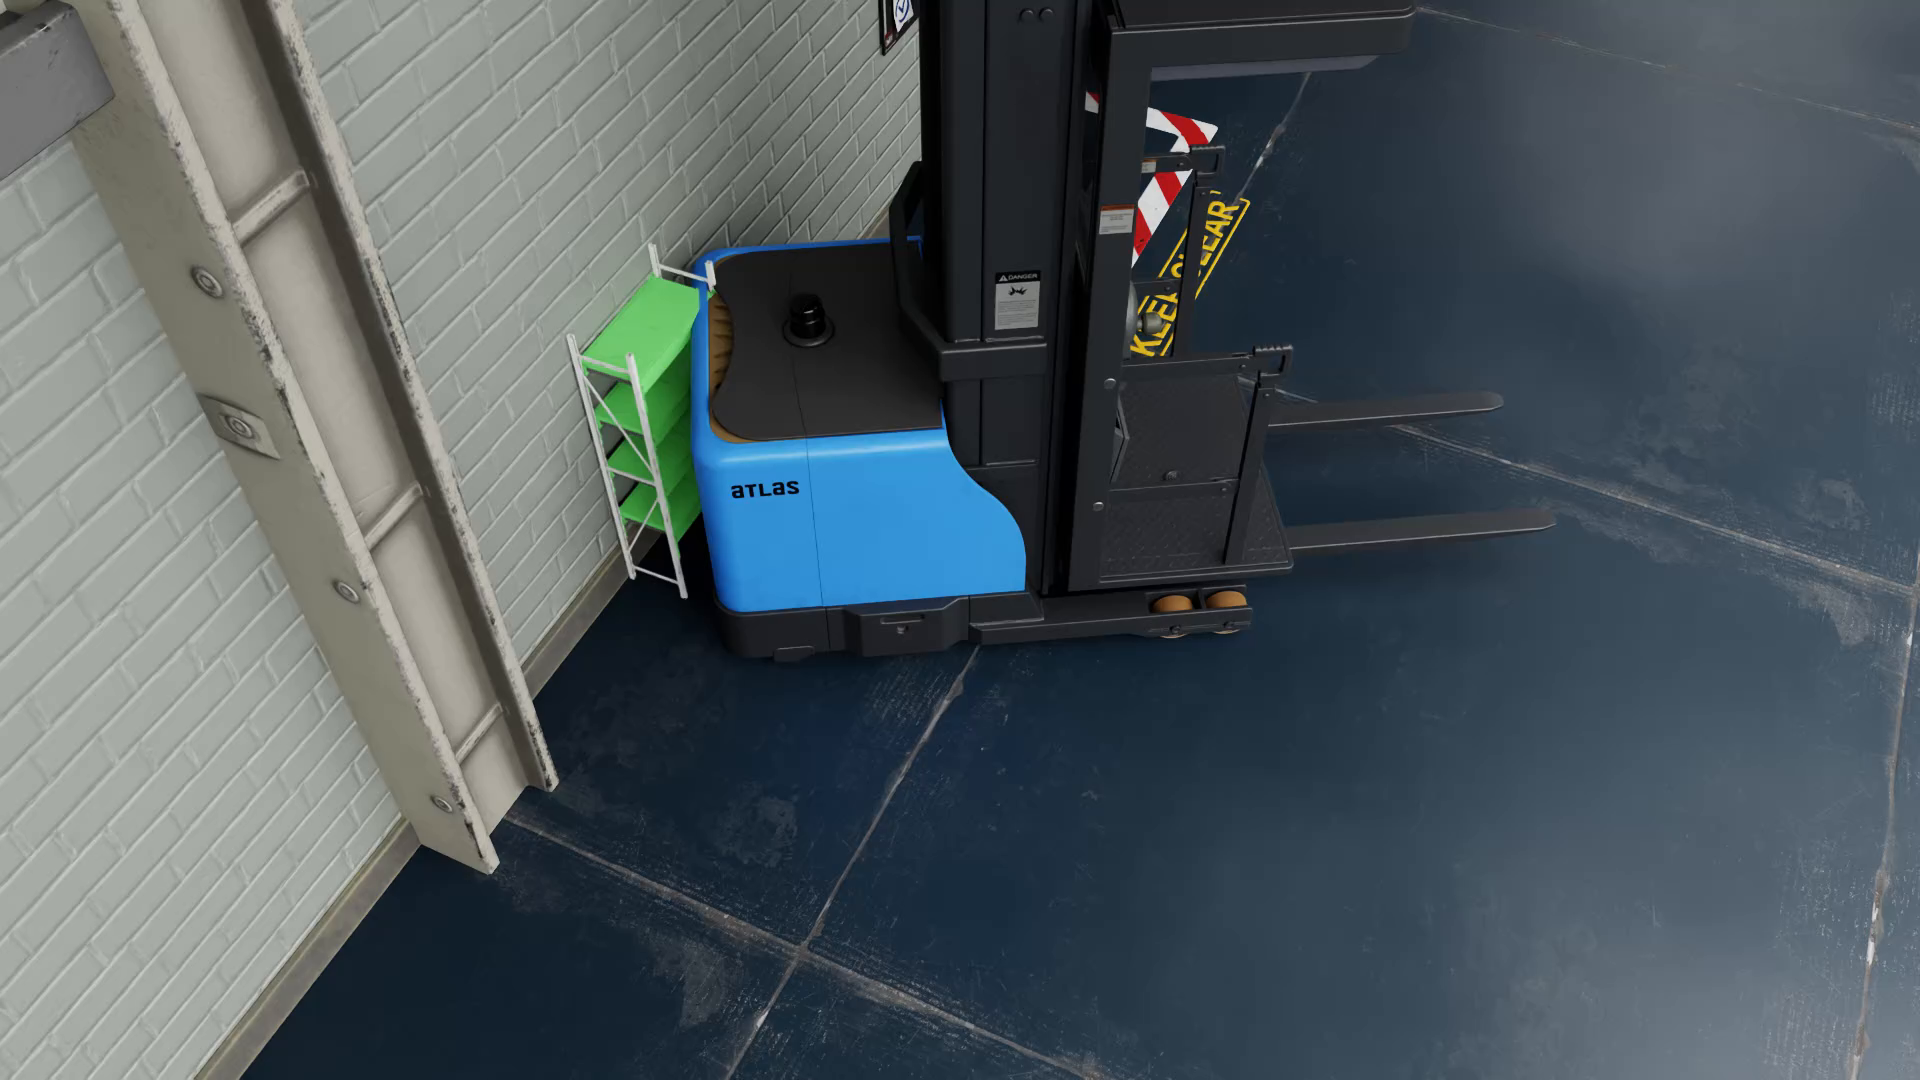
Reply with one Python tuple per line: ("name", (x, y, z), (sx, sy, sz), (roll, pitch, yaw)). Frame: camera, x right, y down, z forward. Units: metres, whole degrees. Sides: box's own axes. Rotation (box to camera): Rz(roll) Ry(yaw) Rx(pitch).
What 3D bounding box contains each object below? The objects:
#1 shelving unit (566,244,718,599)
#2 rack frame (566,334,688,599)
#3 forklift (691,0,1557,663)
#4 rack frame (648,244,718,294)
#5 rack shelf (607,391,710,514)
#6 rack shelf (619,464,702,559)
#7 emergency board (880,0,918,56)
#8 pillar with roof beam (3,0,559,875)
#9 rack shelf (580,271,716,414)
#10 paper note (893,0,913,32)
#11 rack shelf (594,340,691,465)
("shelving unit", (-1.015, -0.383, 5.804), (0.258, 1.200, 0.503), (18, 52, 17))
("rack frame", (-1.117, -0.215, 5.659), (0.240, 1.200, 0.015), (18, 52, 17))
("forklift", (0.620, -0.998, 5.175), (3.031, 2.935, 1.130), (-4, 50, -4))
("rack frame", (-0.913, -0.551, 5.949), (0.240, 1.200, 0.015), (18, 52, 17))
("rack shelf", (-1.014, -0.340, 5.852), (0.258, 0.148, 0.480), (18, 52, 17))
("rack shelf", (-1.009, -0.182, 6.032), (0.258, 0.148, 0.480), (18, 52, 17))
("emergency board", (-0.088, -2.525, 6.429), (0.194, 1.169, 0.643), (20, 52, 16))
("pillar with roof beam", (2.331, -0.626, 0.874), (9.100, 9.000, 0.400), (20, 52, 16))
("rack shelf", (-1.024, -0.657, 5.491), (0.258, 0.148, 0.480), (18, 52, 17))
("paper note", (-0.227, -2.140, 6.680), (0.016, 0.148, 0.142), (20, 52, 16))
("rack shelf", (-1.019, -0.499, 5.672), (0.258, 0.148, 0.480), (18, 52, 17))
